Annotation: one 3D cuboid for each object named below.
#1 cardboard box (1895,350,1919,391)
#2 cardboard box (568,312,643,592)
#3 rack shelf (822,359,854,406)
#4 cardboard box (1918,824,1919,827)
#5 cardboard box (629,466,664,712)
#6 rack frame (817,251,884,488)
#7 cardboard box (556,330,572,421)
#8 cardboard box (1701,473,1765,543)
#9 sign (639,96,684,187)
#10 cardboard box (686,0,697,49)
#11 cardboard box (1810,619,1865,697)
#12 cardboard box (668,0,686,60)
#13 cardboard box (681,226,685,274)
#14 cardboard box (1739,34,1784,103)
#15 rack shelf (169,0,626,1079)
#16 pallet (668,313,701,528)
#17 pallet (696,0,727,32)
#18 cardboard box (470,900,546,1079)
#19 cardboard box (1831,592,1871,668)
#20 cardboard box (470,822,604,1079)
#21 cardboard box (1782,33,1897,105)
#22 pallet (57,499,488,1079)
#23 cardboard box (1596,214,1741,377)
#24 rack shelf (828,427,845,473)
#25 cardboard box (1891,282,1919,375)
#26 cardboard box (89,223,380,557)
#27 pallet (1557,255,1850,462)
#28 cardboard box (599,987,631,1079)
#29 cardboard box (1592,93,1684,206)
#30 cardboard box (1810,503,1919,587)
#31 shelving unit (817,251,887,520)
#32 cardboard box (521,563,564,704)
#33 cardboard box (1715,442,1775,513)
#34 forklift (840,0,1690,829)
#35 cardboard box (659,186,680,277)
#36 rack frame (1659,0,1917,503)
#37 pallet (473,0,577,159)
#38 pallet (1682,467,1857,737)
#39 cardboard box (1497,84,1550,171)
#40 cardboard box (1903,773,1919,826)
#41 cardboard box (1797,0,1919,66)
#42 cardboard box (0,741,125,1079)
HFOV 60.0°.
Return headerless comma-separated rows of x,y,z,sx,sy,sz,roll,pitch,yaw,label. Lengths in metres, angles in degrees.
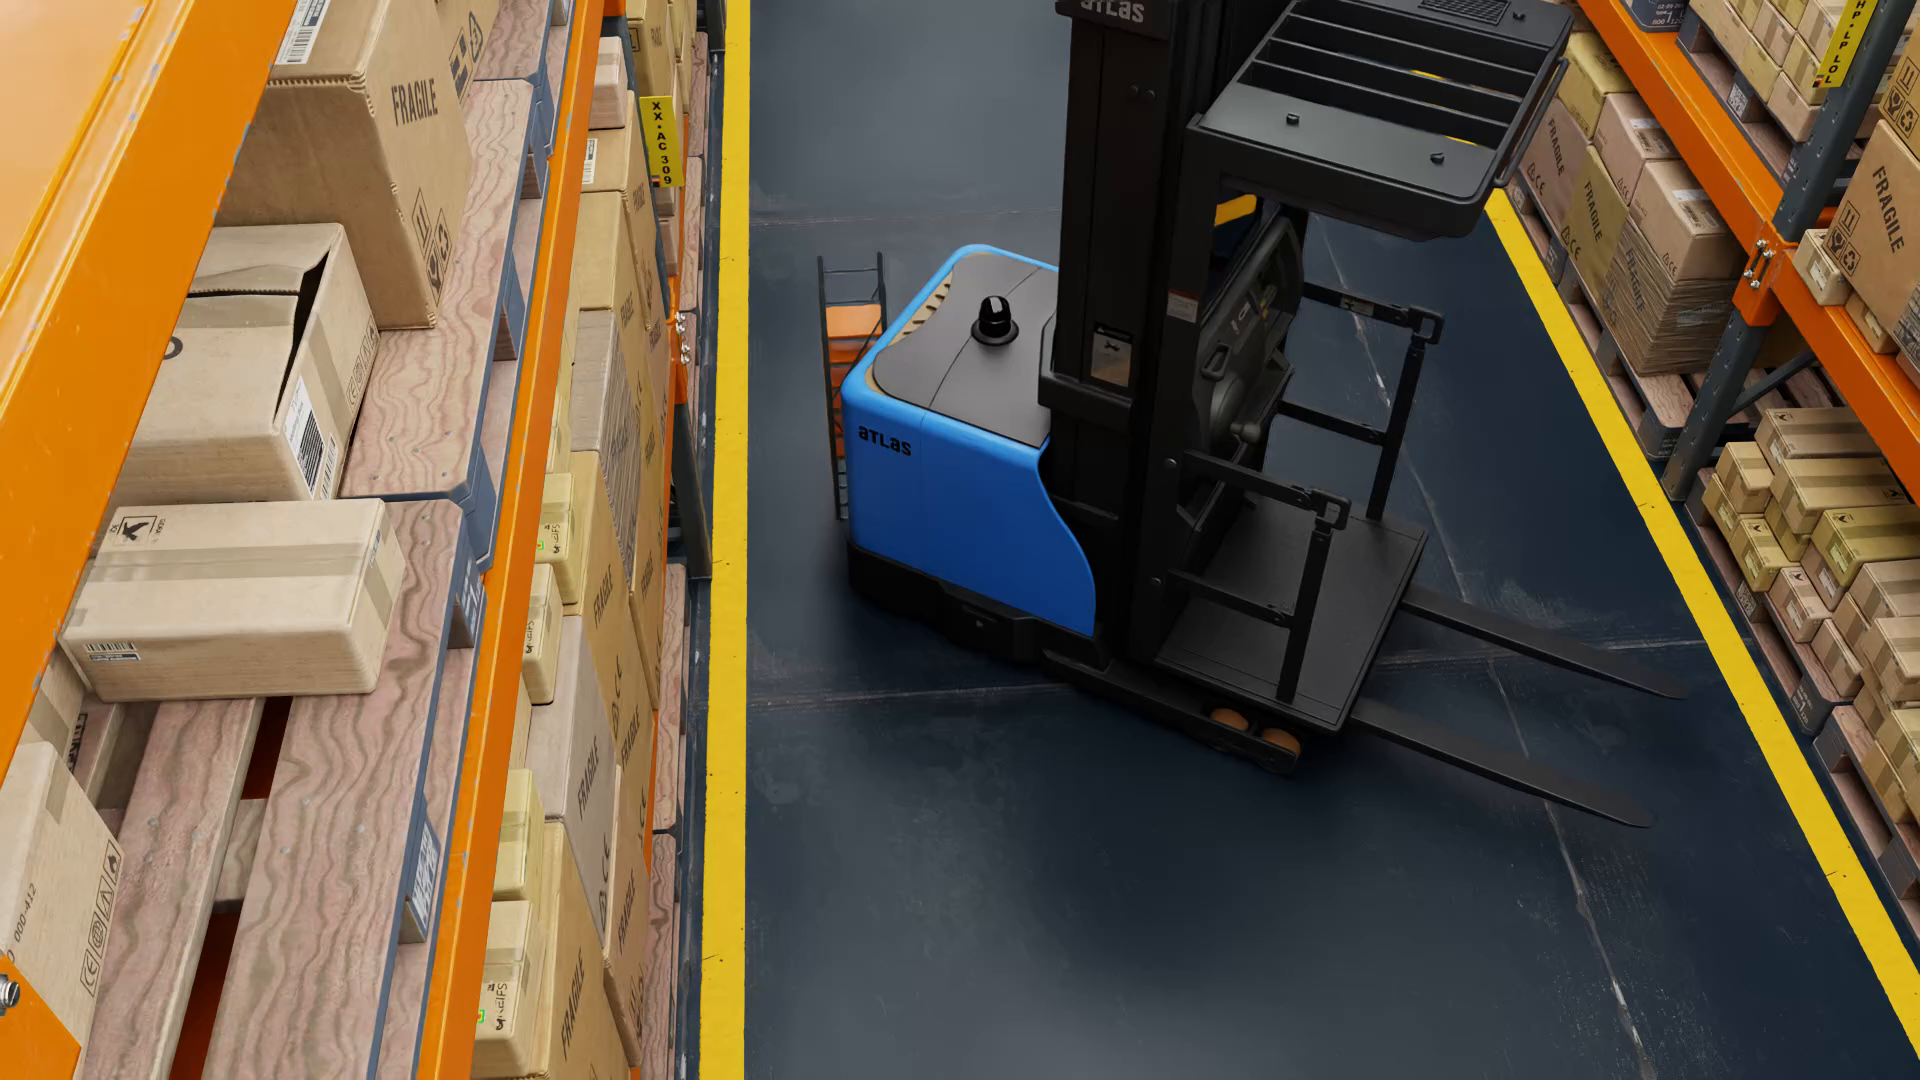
3.305,-0.577,5.403,0.380,0.149,0.250,-5,47,-5,cardboard box
-1.086,-0.204,4.120,0.500,0.500,0.500,-3,47,-3,cardboard box
-0.396,-0.624,6.410,0.258,0.103,0.180,-4,47,-4,rack shelf
3.395,0.981,5.430,0.380,0.149,0.250,-2,47,-2,cardboard box
-1.088,0.135,4.488,0.500,0.500,0.500,-4,47,-4,cardboard box
-0.405,-0.638,6.528,0.240,1.200,0.006,-4,47,-4,rack frame
-1.100,-0.355,3.816,0.380,0.149,0.250,-4,47,-4,cardboard box
3.148,-0.141,6.492,0.380,0.149,0.250,-5,47,-5,cardboard box
-0.934,-1.246,5.213,0.100,0.325,0.005,-3,47,-3,sign
-1.365,-2.277,6.944,0.500,0.250,0.500,-4,47,-4,cardboard box
3.314,0.409,5.971,0.380,0.149,0.250,-4,47,-4,cardboard box
-1.330,-2.084,6.417,0.500,0.250,0.500,-3,47,-3,cardboard box
-1.702,-1.397,7.181,0.875,0.875,0.875,-2,47,-2,cardboard box
3.185,-1.781,6.255,0.380,0.149,0.250,-3,47,-3,cardboard box
-1.319,-0.223,3.325,1.077,0.370,4.000,-3,47,-3,rack shelf
-1.626,-0.481,7.060,1.003,0.211,1.213,-3,47,-3,pallet
-1.885,-3.387,9.812,1.003,0.211,1.213,-3,47,-3,pallet
-0.906,0.753,2.767,0.380,0.149,0.250,-2,47,-2,cardboard box
3.336,0.303,5.867,0.380,0.149,0.250,-6,47,-5,cardboard box
-0.958,0.892,3.082,0.500,0.500,0.500,-5,47,-4,cardboard box
3.207,-1.696,5.969,0.380,0.149,0.250,-2,47,-2,cardboard box
-1.224,0.471,2.233,1.003,0.211,1.213,-3,47,-3,pallet
3.125,-1.065,7.125,0.500,0.500,0.500,-4,47,-4,cardboard box
-0.396,-0.376,6.672,0.258,0.103,0.180,-4,47,-4,rack shelf
3.276,-0.665,5.040,0.500,0.500,0.500,-3,47,-3,cardboard box
-1.227,-0.258,2.565,0.500,0.311,0.500,-3,47,-3,cardboard box
3.371,-0.864,7.423,1.003,0.211,1.213,-3,47,-3,pallet
-0.976,1.245,3.436,0.500,0.500,0.500,-4,47,-4,cardboard box
3.094,-1.699,7.209,0.500,0.250,0.500,-1,47,-1,cardboard box
3.294,0.016,5.933,0.380,0.149,0.250,-4,47,-4,cardboard box
-0.396,-0.572,6.465,0.258,1.200,0.189,-4,47,-4,shelving unit
-1.000,0.194,3.296,0.380,0.149,0.250,-3,47,-3,cardboard box
3.149,-0.245,6.385,0.380,0.149,0.250,-2,47,-1,cardboard box
1.113,-0.619,5.318,3.031,2.935,1.130,21,50,19,forklift
-1.260,-1.169,5.894,0.500,0.250,0.500,-4,47,-4,cardboard box
3.438,-1.260,5.877,1.000,3.000,0.127,-3,47,-3,rack frame
-1.429,-1.294,3.905,1.003,0.211,1.213,-3,47,-3,pallet
3.529,0.183,6.432,1.003,0.211,1.213,-3,47,-3,pallet
3.001,-2.177,8.178,0.500,0.500,0.500,-5,47,-4,cardboard box
3.289,0.869,5.330,0.380,0.149,0.250,-3,47,-3,cardboard box
3.209,-1.801,5.864,0.380,0.149,0.250,-2,47,-1,cardboard box
-1.279,0.529,1.862,0.500,0.250,0.500,-7,47,-7,cardboard box
